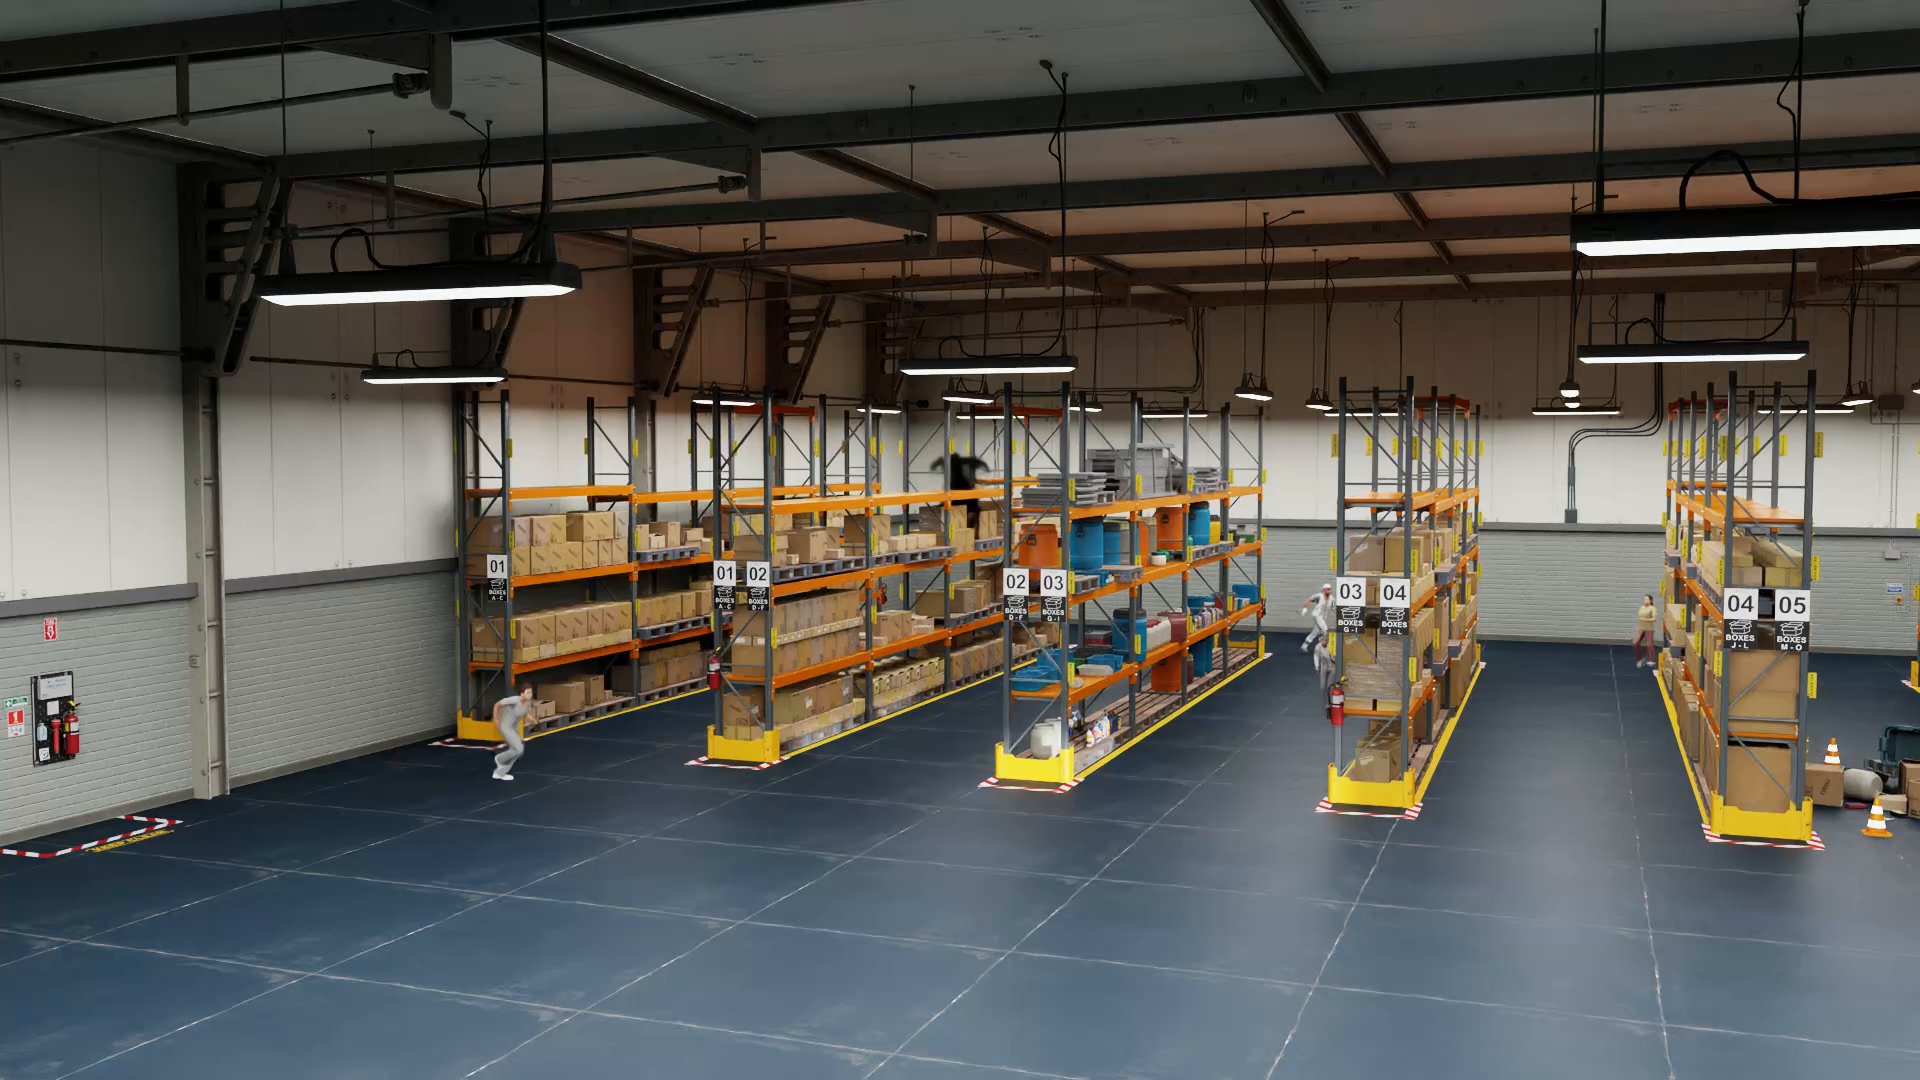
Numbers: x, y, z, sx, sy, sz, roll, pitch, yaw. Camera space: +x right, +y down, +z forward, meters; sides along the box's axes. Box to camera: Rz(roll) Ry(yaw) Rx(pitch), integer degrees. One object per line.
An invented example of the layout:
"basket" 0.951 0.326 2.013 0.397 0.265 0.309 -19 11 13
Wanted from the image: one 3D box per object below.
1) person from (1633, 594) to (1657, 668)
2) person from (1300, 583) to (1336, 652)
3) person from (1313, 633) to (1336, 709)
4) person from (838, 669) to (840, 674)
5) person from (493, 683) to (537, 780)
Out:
"person" 15.644 2.080 37.916 0.685 1.687 0.538 -2 4 -38
"person" 8.780 1.898 40.491 0.797 1.685 0.722 -2 4 -37
"person" 7.108 2.503 31.869 0.638 1.503 0.794 2 4 29
"person" -2.668 2.227 34.796 0.669 1.755 0.999 0 3 8
"person" -6.714 2.882 24.948 0.793 1.500 0.592 2 3 26
